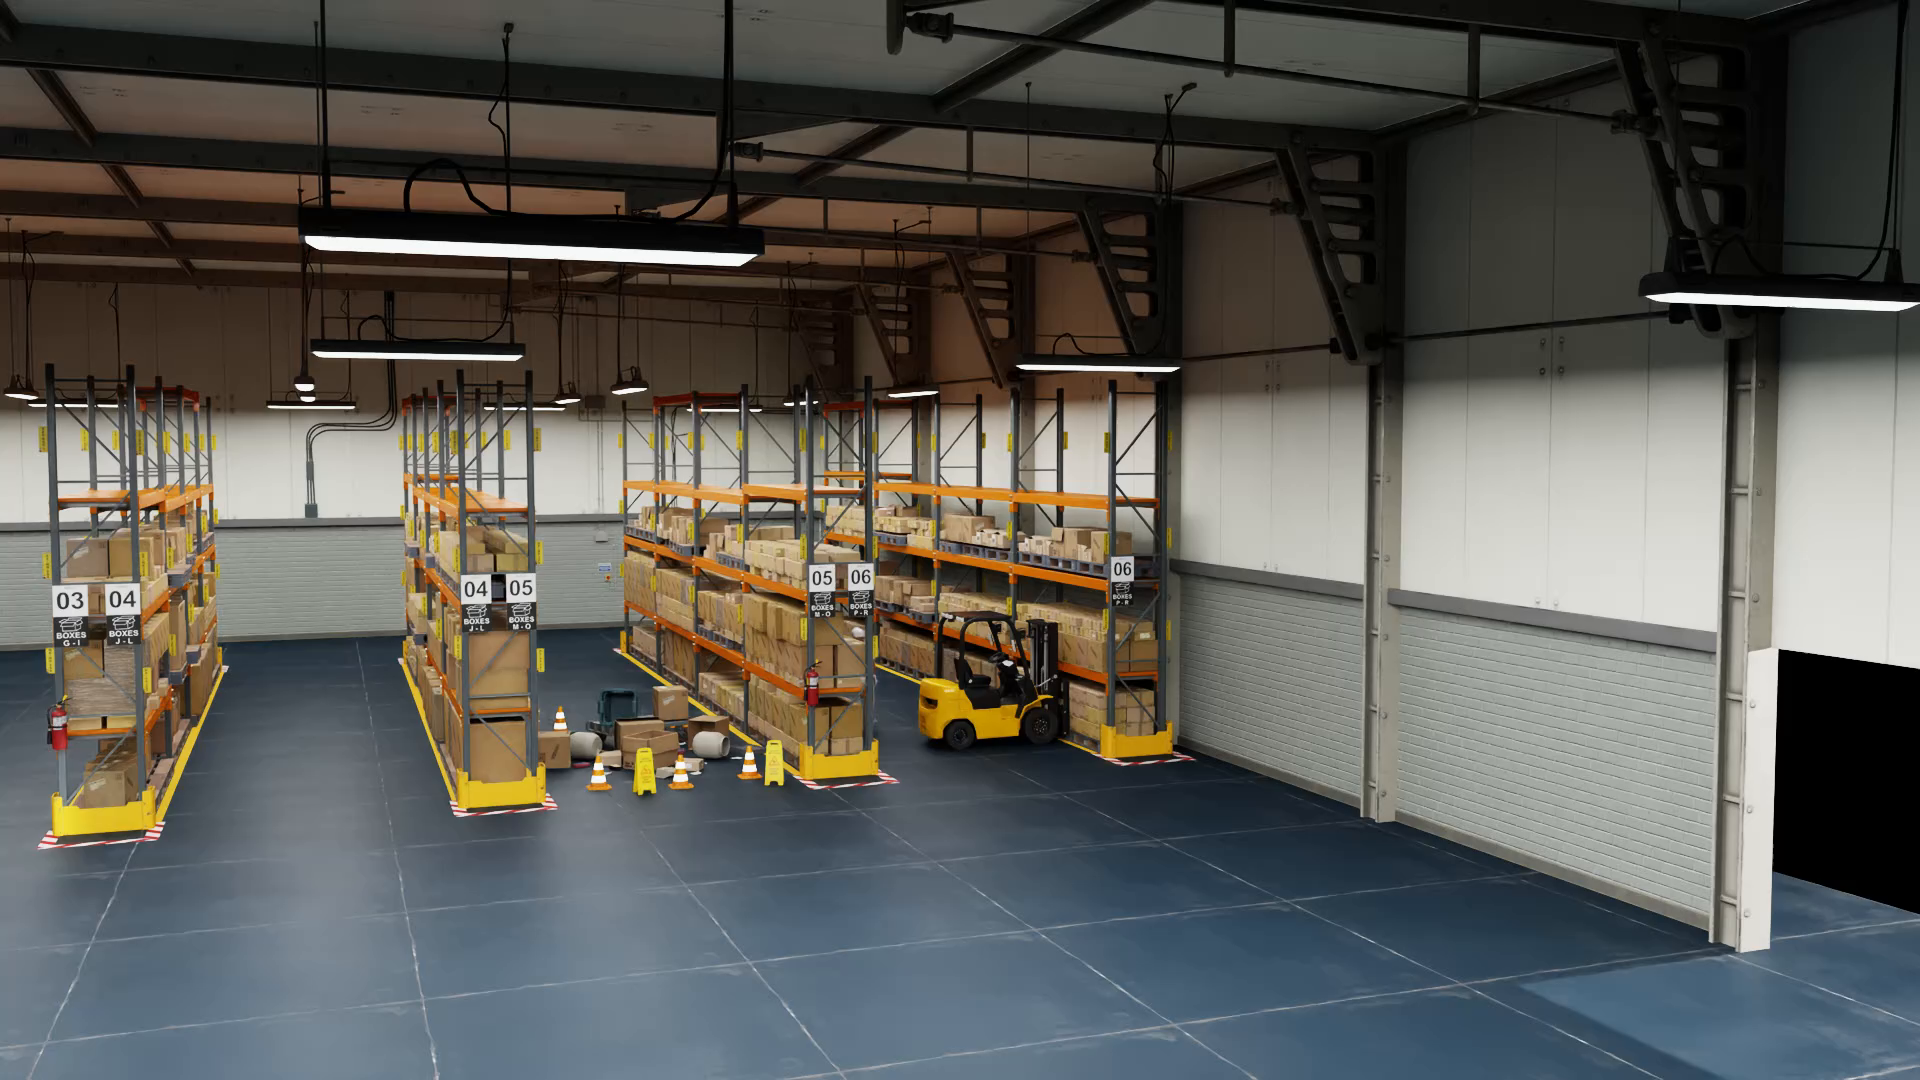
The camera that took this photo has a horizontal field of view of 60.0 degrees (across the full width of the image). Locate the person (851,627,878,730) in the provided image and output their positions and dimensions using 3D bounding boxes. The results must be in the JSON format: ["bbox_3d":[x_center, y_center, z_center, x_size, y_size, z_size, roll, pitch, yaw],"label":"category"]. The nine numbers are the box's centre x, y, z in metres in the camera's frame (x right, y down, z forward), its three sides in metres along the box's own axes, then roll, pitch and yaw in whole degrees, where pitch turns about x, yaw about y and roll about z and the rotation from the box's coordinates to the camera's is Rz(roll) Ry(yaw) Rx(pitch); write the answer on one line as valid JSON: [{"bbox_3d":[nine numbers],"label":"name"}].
[{"bbox_3d":[-1.746,2.410,29.045,0.593,1.776,0.498,-1,3,-11],"label":"person"}]
